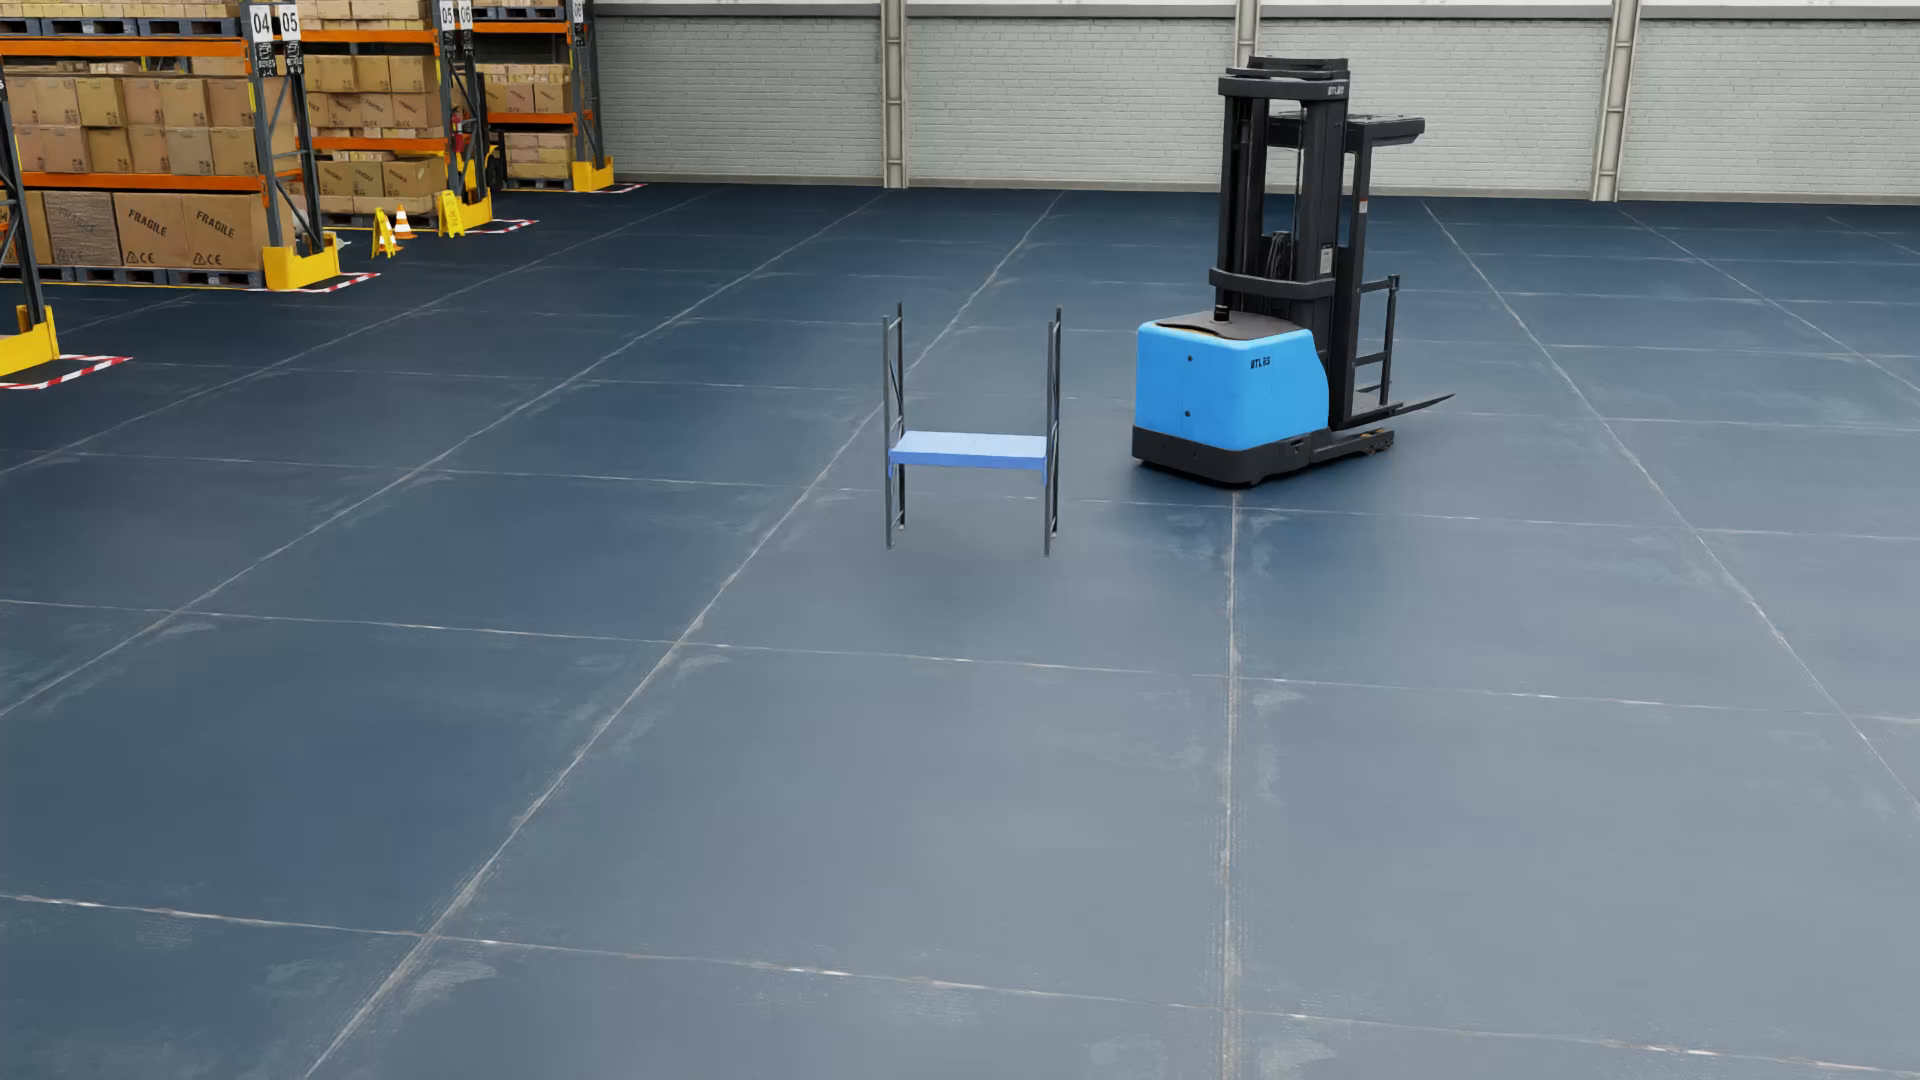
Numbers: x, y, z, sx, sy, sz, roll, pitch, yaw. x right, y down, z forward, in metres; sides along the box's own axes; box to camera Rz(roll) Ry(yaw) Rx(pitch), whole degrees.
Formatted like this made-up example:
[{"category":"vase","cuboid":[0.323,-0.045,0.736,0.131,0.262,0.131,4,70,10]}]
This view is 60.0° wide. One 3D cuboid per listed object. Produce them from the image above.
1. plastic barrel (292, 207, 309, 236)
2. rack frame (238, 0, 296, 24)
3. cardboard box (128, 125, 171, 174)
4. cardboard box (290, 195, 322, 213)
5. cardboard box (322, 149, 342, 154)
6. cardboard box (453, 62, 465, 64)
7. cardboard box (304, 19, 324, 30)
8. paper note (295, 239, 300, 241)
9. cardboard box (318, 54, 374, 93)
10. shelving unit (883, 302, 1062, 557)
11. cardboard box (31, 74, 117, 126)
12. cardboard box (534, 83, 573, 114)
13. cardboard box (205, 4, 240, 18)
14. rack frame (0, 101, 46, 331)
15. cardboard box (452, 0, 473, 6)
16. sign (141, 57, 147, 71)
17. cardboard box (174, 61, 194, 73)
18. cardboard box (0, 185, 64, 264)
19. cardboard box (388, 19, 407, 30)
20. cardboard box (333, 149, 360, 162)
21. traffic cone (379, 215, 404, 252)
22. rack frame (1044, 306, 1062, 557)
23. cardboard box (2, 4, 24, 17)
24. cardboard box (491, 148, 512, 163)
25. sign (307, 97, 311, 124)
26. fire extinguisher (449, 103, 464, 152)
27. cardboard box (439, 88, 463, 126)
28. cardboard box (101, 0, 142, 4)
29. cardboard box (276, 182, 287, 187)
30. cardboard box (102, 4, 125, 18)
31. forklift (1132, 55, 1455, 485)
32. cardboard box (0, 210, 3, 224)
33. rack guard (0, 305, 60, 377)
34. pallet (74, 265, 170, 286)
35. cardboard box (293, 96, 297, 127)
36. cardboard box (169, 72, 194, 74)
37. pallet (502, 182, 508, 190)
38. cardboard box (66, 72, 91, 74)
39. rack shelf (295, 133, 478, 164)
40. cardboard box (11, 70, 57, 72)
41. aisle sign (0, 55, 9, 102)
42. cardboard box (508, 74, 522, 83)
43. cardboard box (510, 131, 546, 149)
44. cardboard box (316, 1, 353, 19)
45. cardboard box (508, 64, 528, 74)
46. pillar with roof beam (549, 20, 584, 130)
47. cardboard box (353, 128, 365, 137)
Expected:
[{"category":"plastic barrel","cuboid":[-9.574,-4.525,23.661,0.512,0.421,0.421,-15,24,-38]},{"category":"rack frame","cuboid":[-7.980,-7.407,18.757,0.127,3.000,1.000,3,19,9]},{"category":"cardboard box","cuboid":[-9.433,-4.726,19.963,0.550,0.550,0.875,3,19,9]},{"category":"cardboard box","cuboid":[-9.651,-5.051,24.842,0.500,0.250,0.500,3,19,8]},{"category":"cardboard box","cuboid":[-10.977,-6.970,29.987,0.625,0.625,0.875,4,19,11]},{"category":"cardboard box","cuboid":[-8.838,-8.374,29.455,0.250,0.149,0.380,3,19,8]},{"category":"cardboard box","cuboid":[-9.215,-7.415,23.904,0.250,0.149,0.380,3,19,8]},{"category":"paper note","cuboid":[-9.358,-4.218,23.379,0.142,0.019,0.148,10,21,27]},{"category":"cardboard box","cuboid":[-8.852,-6.759,24.073,0.500,0.500,0.700,3,19,8]},{"category":"shelving unit","cuboid":[0.084,-0.707,10.552,1.048,1.500,0.538,3,19,9]},{"category":"cardboard box","cuboid":[-10.498,-5.255,19.844,0.550,0.550,0.875,3,19,9]},{"category":"cardboard box","cuboid":[-7.038,-7.663,28.820,0.500,0.500,0.500,3,19,7]},{"category":"cardboard box","cuboid":[-8.362,-6.022,18.923,0.250,0.149,0.380,3,19,9]},{"category":"rack frame","cuboid":[-8.866,-3.013,15.080,0.127,3.000,1.000,3,19,9]},{"category":"cardboard box","cuboid":[-8.553,-9.461,28.642,0.637,0.503,0.797,4,19,10]},{"category":"sign","cuboid":[-14.486,-8.416,29.530,0.005,0.325,0.100,3,19,9]},{"category":"cardboard box","cuboid":[-11.652,-7.149,25.130,0.250,0.149,0.380,3,19,8]},{"category":"cardboard box","cuboid":[-11.319,-3.901,20.421,0.875,0.875,0.875,3,19,9]},{"category":"cardboard box","cuboid":[-7.942,-7.353,23.722,0.250,0.149,0.380,3,19,9]},{"category":"cardboard box","cuboid":[-9.007,-5.659,24.458,0.250,0.149,0.380,4,19,11]},{"category":"traffic cone","cuboid":[-7.764,-4.167,22.528,0.334,0.463,0.336,3,19,9]},{"category":"rack frame","cuboid":[0.586,-0.681,10.476,0.032,1.500,0.500,3,19,9]},{"category":"cardboard box","cuboid":[-10.874,-6.150,19.305,0.250,0.149,0.380,3,19,8]},{"category":"cardboard box","cuboid":[-8.047,-6.780,29.222,0.500,0.250,0.500,2,19,7]},{"category":"sign","cuboid":[-7.886,-5.183,20.078,0.005,0.325,0.100,3,19,9]},{"category":"fire extinguisher","cuboid":[-7.254,-5.931,23.923,0.183,0.674,0.296,3,19,9]},{"category":"cardboard box","cuboid":[-7.718,-6.417,24.627,0.500,0.500,0.500,3,19,8]},{"category":"cardboard box","cuboid":[-9.497,-6.289,19.092,0.500,0.250,0.500,3,19,8]},{"category":"cardboard box","cuboid":[-10.174,-5.432,24.800,0.500,0.500,0.500,4,19,11]},{"category":"cardboard box","cuboid":[-9.616,-6.086,19.115,0.250,0.149,0.380,3,19,9]},{"category":"forklift","cuboid":[2.728,-2.150,12.610,3.031,2.935,1.130,-16,24,-39]},{"category":"cardboard box","cuboid":[-9.110,-2.983,15.386,0.250,0.149,0.380,3,19,9]},{"category":"rack guard","cuboid":[-8.941,-1.831,15.488,0.348,0.500,1.175,3,19,9]},{"category":"pallet","cuboid":[-9.983,-3.317,20.384,1.213,0.211,1.003,3,19,9]},{"category":"cardboard box","cuboid":[-9.861,-6.351,24.429,0.500,0.500,0.500,3,19,8]},{"category":"cardboard box","cuboid":[-11.661,-6.820,25.170,0.500,0.500,0.500,3,19,10]},{"category":"pallet","cuboid":[-8.474,-6.438,29.711,1.213,0.211,1.003,3,19,9]},{"category":"cardboard box","cuboid":[-13.252,-6.736,24.920,0.500,0.500,0.500,2,19,7]},{"category":"rack shelf","cuboid":[-9.269,-5.877,24.774,4.000,0.370,1.077,3,19,9]},{"category":"cardboard box","cuboid":[-14.188,-6.949,25.557,0.500,0.500,0.500,3,19,8]},{"category":"aisle sign","cuboid":[-8.758,-4.337,14.939,0.004,0.787,0.394,3,19,9]},{"category":"cardboard box","cuboid":[-7.644,-8.009,28.833,0.250,0.149,0.380,3,19,8]},{"category":"cardboard box","cuboid":[-7.520,-6.991,29.067,0.500,0.250,0.500,3,19,10]},{"category":"cardboard box","cuboid":[-8.852,-7.602,23.835,0.500,0.250,0.500,3,19,10]},{"category":"cardboard box","cuboid":[-7.643,-8.164,28.827,0.250,0.149,0.380,3,19,9]},{"category":"pillar with roof beam","cuboid":[-7.738,-9.486,24.973,0.400,9.000,9.100,3,19,9]},{"category":"cardboard box","cuboid":[-8.705,-6.008,24.428,0.250,0.149,0.380,3,19,9]}]
